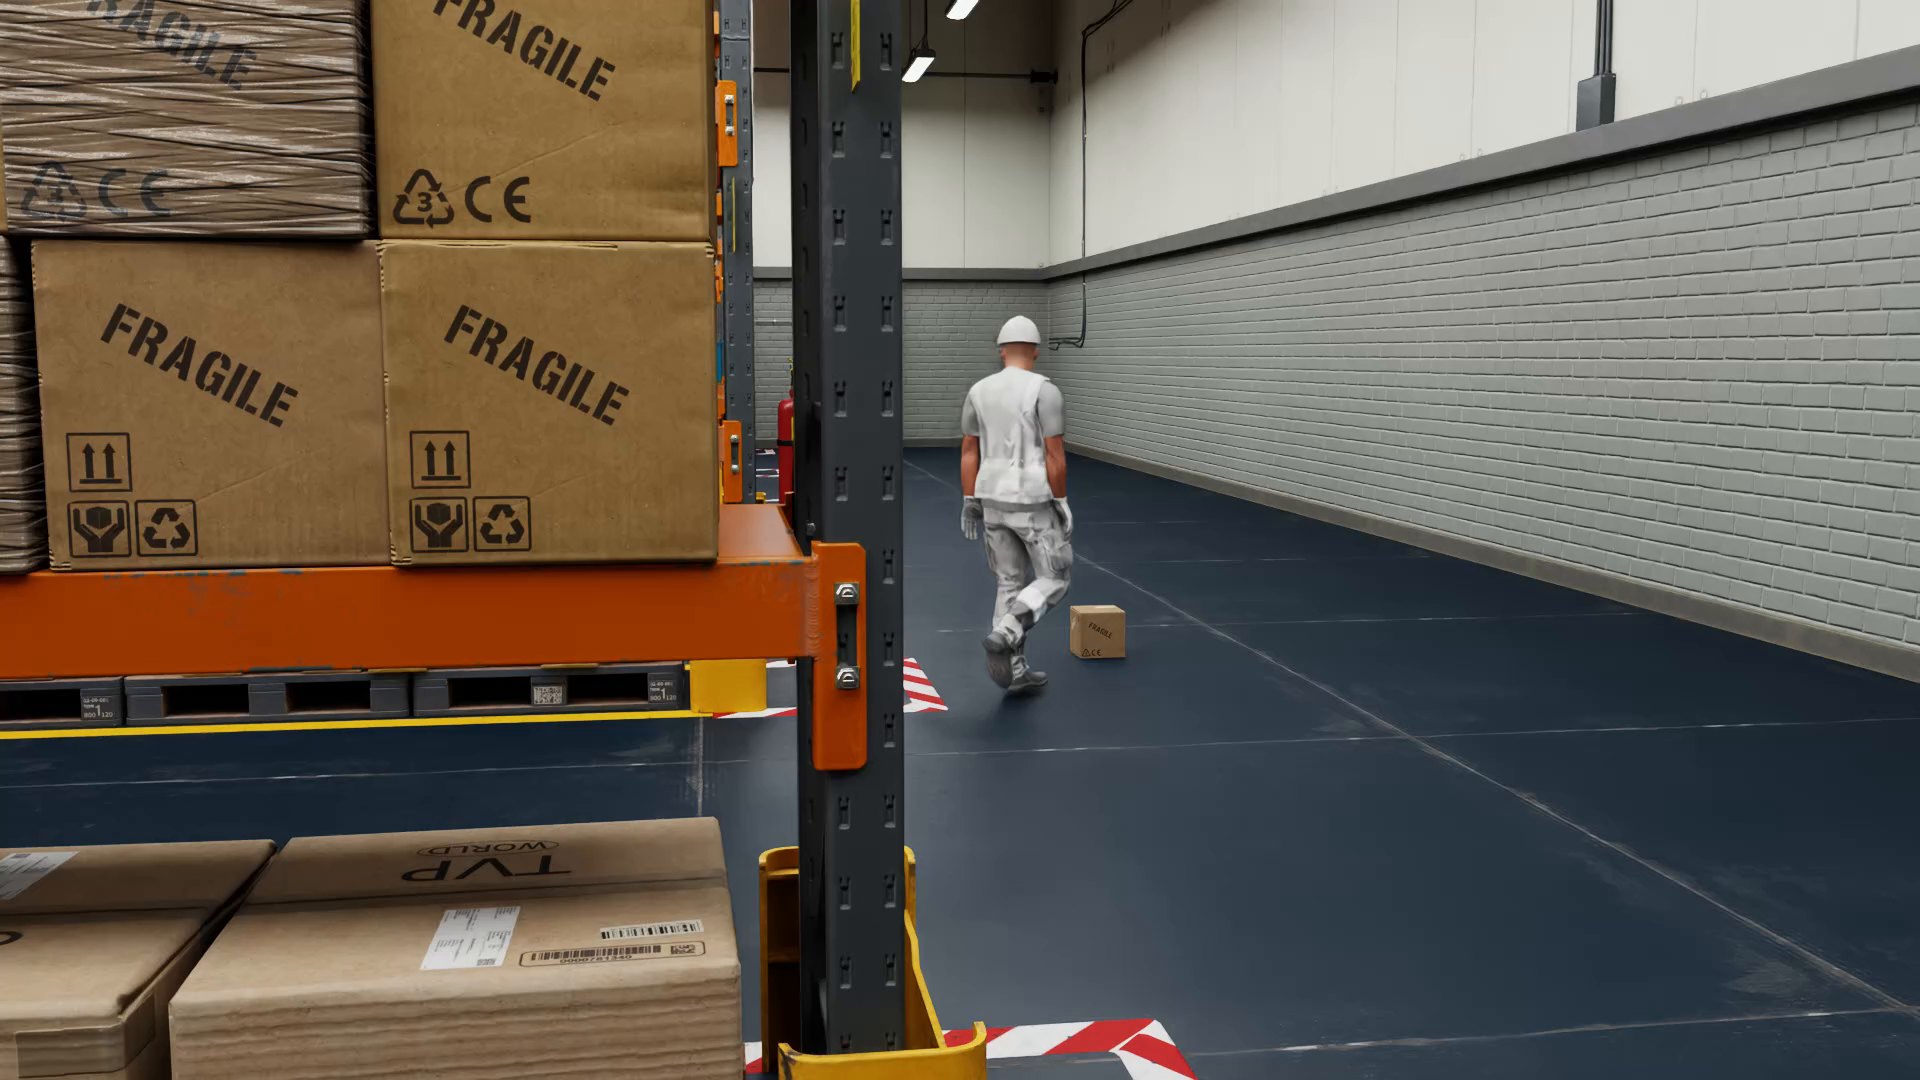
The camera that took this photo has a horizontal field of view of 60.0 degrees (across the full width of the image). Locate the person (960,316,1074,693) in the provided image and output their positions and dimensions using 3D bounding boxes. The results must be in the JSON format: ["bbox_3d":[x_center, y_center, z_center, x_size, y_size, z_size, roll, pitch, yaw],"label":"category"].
[{"bbox_3d":[0.239,-0.155,7.799,0.562,1.779,0.596,5,8,35],"label":"person"}]
